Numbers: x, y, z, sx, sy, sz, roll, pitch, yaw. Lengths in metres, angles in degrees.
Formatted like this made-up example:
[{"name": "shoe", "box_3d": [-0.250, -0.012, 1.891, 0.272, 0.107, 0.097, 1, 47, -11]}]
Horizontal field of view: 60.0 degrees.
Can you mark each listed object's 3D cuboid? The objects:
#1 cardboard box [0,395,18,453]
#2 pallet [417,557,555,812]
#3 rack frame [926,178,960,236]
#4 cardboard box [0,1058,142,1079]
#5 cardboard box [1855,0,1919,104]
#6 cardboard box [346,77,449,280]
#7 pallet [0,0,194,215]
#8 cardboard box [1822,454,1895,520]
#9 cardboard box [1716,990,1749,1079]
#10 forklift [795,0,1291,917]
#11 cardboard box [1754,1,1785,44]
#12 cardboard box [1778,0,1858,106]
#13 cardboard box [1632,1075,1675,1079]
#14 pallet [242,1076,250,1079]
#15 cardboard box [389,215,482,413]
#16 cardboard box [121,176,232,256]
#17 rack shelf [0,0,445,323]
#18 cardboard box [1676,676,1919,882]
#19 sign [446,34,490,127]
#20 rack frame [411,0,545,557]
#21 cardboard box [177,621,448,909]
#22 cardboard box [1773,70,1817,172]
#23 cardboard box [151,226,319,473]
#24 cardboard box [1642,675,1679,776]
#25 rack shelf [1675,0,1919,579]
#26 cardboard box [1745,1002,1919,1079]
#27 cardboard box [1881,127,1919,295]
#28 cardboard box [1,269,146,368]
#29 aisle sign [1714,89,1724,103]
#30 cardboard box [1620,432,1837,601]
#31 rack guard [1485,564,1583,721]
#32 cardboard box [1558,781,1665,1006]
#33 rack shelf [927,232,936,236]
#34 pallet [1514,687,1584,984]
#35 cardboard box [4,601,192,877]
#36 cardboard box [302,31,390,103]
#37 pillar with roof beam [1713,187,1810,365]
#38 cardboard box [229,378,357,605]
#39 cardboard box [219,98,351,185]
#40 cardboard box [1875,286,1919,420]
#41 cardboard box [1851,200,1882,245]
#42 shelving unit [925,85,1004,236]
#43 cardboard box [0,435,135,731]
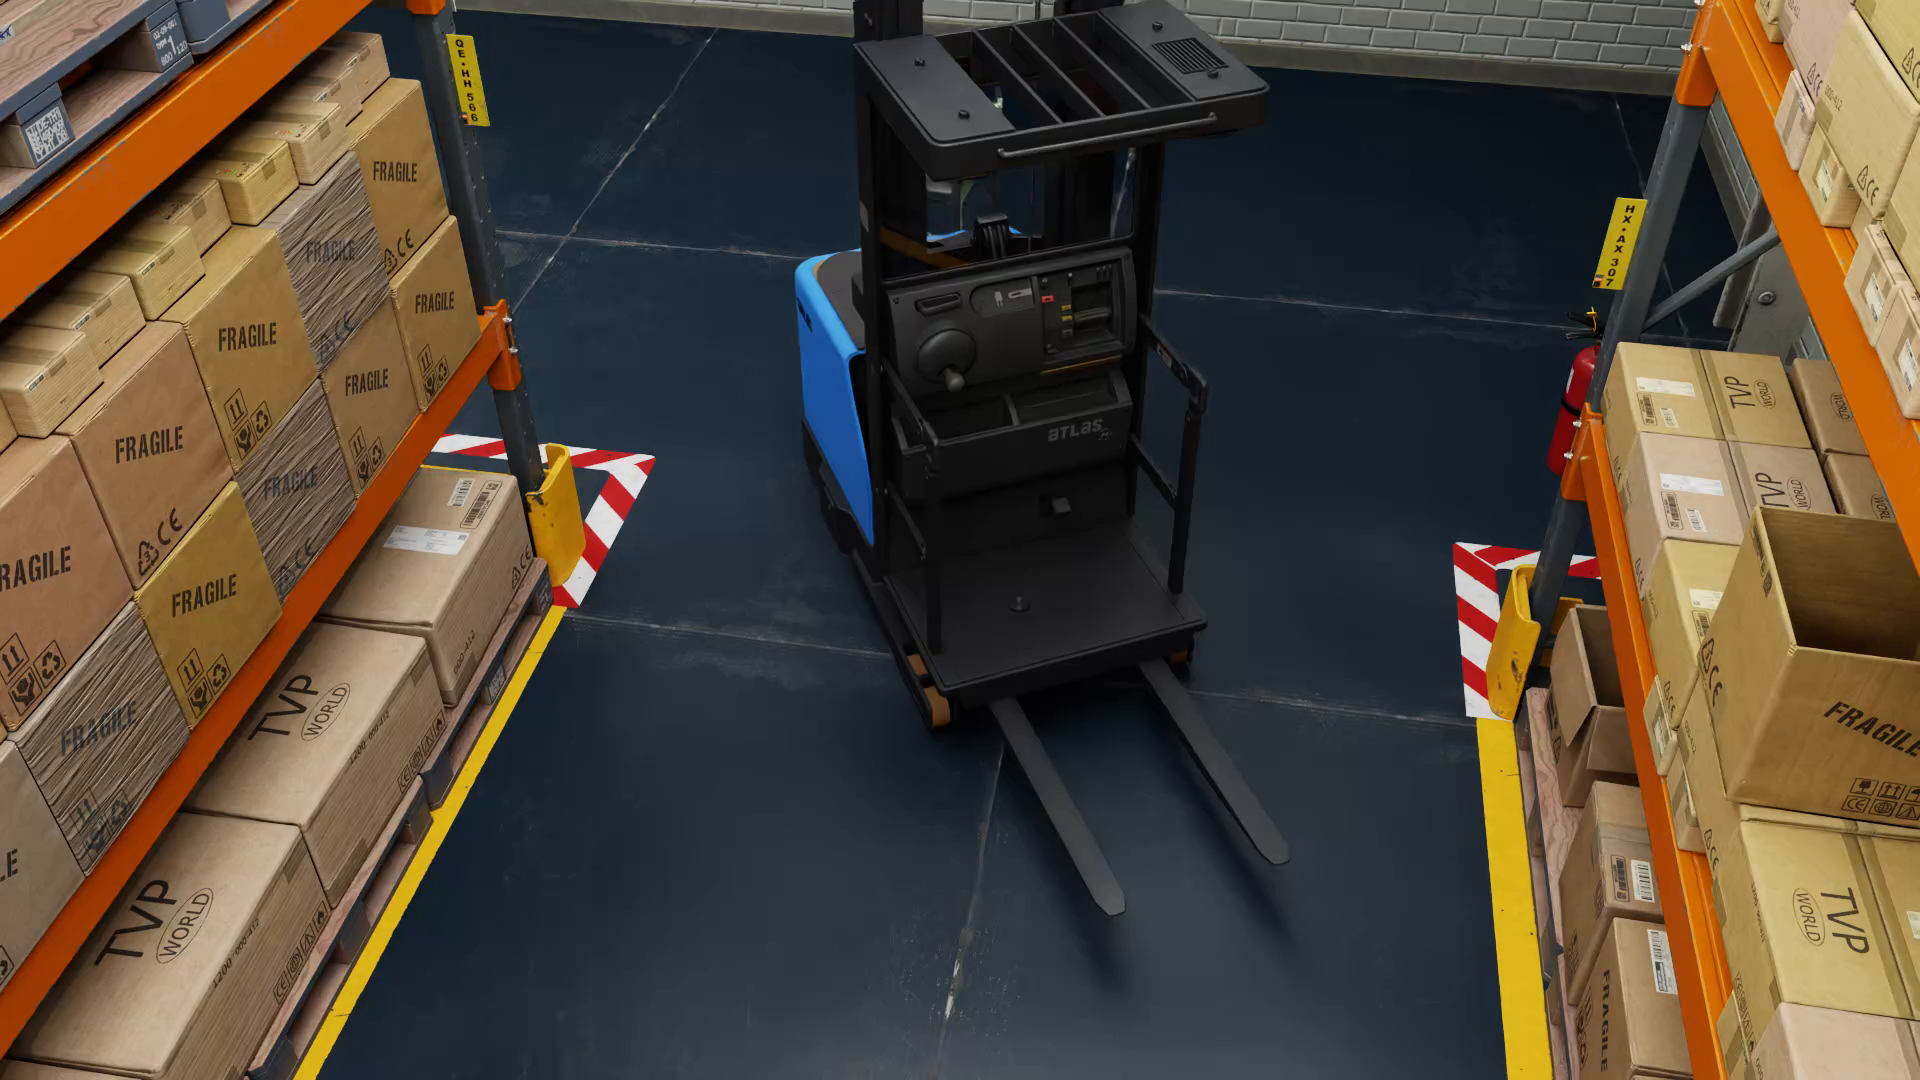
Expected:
[{"name": "cardboard box", "box_3d": [-2.432, -0.246, 3.821, 0.380, 0.149, 0.250, 6, 40, 8]}, {"name": "pallet", "box_3d": [-2.283, 0.480, 6.504, 1.003, 0.211, 1.213, 6, 40, 8]}, {"name": "rack frame", "box_3d": [-0.195, -1.176, 7.495, 0.400, 1.500, 0.023, 10, 41, 12]}, {"name": "cardboard box", "box_3d": [-2.700, 1.848, 4.342, 0.875, 0.438, 0.875, 6, 40, 7]}, {"name": "cardboard box", "box_3d": [2.163, -1.081, 3.342, 0.500, 0.250, 0.500, 6, 40, 7]}, {"name": "cardboard box", "box_3d": [-2.071, -1.201, 5.485, 0.500, 0.500, 0.500, 8, 40, 9]}, {"name": "pallet", "box_3d": [-2.549, -0.993, 3.812, 1.003, 0.211, 1.213, 6, 40, 8]}, {"name": "cardboard box", "box_3d": [2.759, 0.024, 4.751, 0.500, 0.250, 0.500, 7, 40, 8]}, {"name": "cardboard box", "box_3d": [1.915, 1.162, 3.688, 0.380, 0.149, 0.250, 6, 40, 7]}, {"name": "forklift", "box_3d": [0.276, -0.709, 5.808, 1.130, 2.935, 3.031, -13, 41, -16]}, {"name": "cardboard box", "box_3d": [2.383, -1.445, 4.487, 0.380, 0.149, 0.250, 7, 40, 9]}, {"name": "cardboard box", "box_3d": [2.254, -1.204, 3.882, 0.500, 0.250, 0.500, 7, 40, 9]}, {"name": "cardboard box", "box_3d": [2.102, 1.798, 4.353, 0.700, 0.500, 0.500, 5, 40, 6]}, {"name": "pallet", "box_3d": [-2.706, 2.011, 4.652, 1.003, 0.211, 1.213, 6, 40, 8]}, {"name": "cardboard box", "box_3d": [-2.045, -0.812, 5.800, 0.500, 0.500, 0.500, 7, 40, 8]}, {"name": "cardboard box", "box_3d": [-2.268, -0.889, 4.599, 0.380, 0.149, 0.250, 6, 40, 7]}, {"name": "rack shelf", "box_3d": [-2.568, -0.729, 3.988, 1.077, 0.370, 4.000, 6, 40, 8]}, {"name": "cardboard box", "box_3d": [2.085, 0.596, 4.060, 0.500, 0.250, 0.500, 5, 40, 7]}, {"name": "sign", "box_3d": [-1.690, -1.575, 5.706, 0.100, 0.325, 0.005, 6, 40, 8]}, {"name": "rack frame", "box_3d": [-2.222, -1.106, 6.233, 1.000, 3.000, 0.127, 6, 40, 8]}, {"name": "cardboard box", "box_3d": [-2.388, 0.721, 5.706, 0.875, 0.438, 0.875, 7, 40, 9]}, {"name": "cardboard box", "box_3d": [2.158, -0.974, 3.917, 0.380, 0.149, 0.250, 7, 40, 9]}, {"name": "cardboard box", "box_3d": [-2.221, -0.559, 4.709, 0.500, 0.500, 0.500, 6, 40, 7]}, {"name": "cardboard box", "box_3d": [2.068, 0.515, 4.470, 0.380, 0.149, 0.250, 5, 40, 6]}, {"name": "rack shelf", "box_3d": [2.321, -0.184, 3.329, 1.077, 0.370, 4.000, 6, 40, 8]}, {"name": "cardboard box", "box_3d": [1.895, 1.230, 3.292, 0.500, 0.250, 0.500, 7, 40, 8]}, {"name": "cardboard box", "box_3d": [2.086, -0.557, 3.100, 0.500, 0.250, 0.500, 6, 40, 7]}, {"name": "cardboard box", "box_3d": [-2.318, -0.563, 4.204, 0.380, 0.149, 0.250, 8, 40, 9]}, {"name": "aisle sign", "box_3d": [2.390, -1.638, 4.837, 0.394, 0.787, 0.004, 6, 40, 8]}, {"name": "cardboard box", "box_3d": [2.237, -0.046, 4.836, 0.500, 0.250, 0.500, 7, 40, 8]}, {"name": "rack guard", "box_3d": [2.654, 0.450, 6.313, 1.175, 0.500, 0.348, 6, 40, 8]}, {"name": "cardboard box", "box_3d": [2.282, 1.147, 5.141, 0.700, 0.500, 0.500, 8, 40, 9]}, {"name": "rack shelf", "box_3d": [-0.099, -1.150, 7.975, 0.431, 0.370, 0.720, 10, 41, 12]}, {"name": "pallet", "box_3d": [2.517, 1.062, 5.800, 1.003, 0.211, 1.213, 6, 40, 8]}, {"name": "cardboard box", "box_3d": [-2.392, 0.474, 4.244, 0.500, 0.500, 0.500, 7, 40, 8]}, {"name": "cardboard box", "box_3d": [-2.087, -1.532, 5.377, 0.380, 0.149, 0.250, 7, 40, 8]}, {"name": "pillar with roof beam", "box_3d": [-0.218, -4.940, 6.163, 9.100, 9.000, 0.400, 6, 40, 8]}, {"name": "cardboard box", "box_3d": [-2.226, -0.175, 5.029, 0.500, 0.500, 0.500, 7, 40, 9]}, {"name": "cardboard box", "box_3d": [-2.069, -1.199, 4.974, 0.380, 0.149, 0.250, 6, 40, 7]}, {"name": "cardboard box", "box_3d": [1.984, -0.337, 3.147, 0.380, 0.149, 0.250, 7, 40, 9]}, {"name": "cardboard box", "box_3d": [2.138, -0.647, 3.521, 0.380, 0.149, 0.250, 6, 40, 7]}, {"name": "shelving unit", "box_3d": [-0.099, -1.401, 7.768, 0.431, 1.500, 0.755, 10, 41, 12]}, {"name": "cardboard box", "box_3d": [-2.400, 0.072, 3.946, 0.500, 0.500, 0.500, 7, 40, 9]}]
